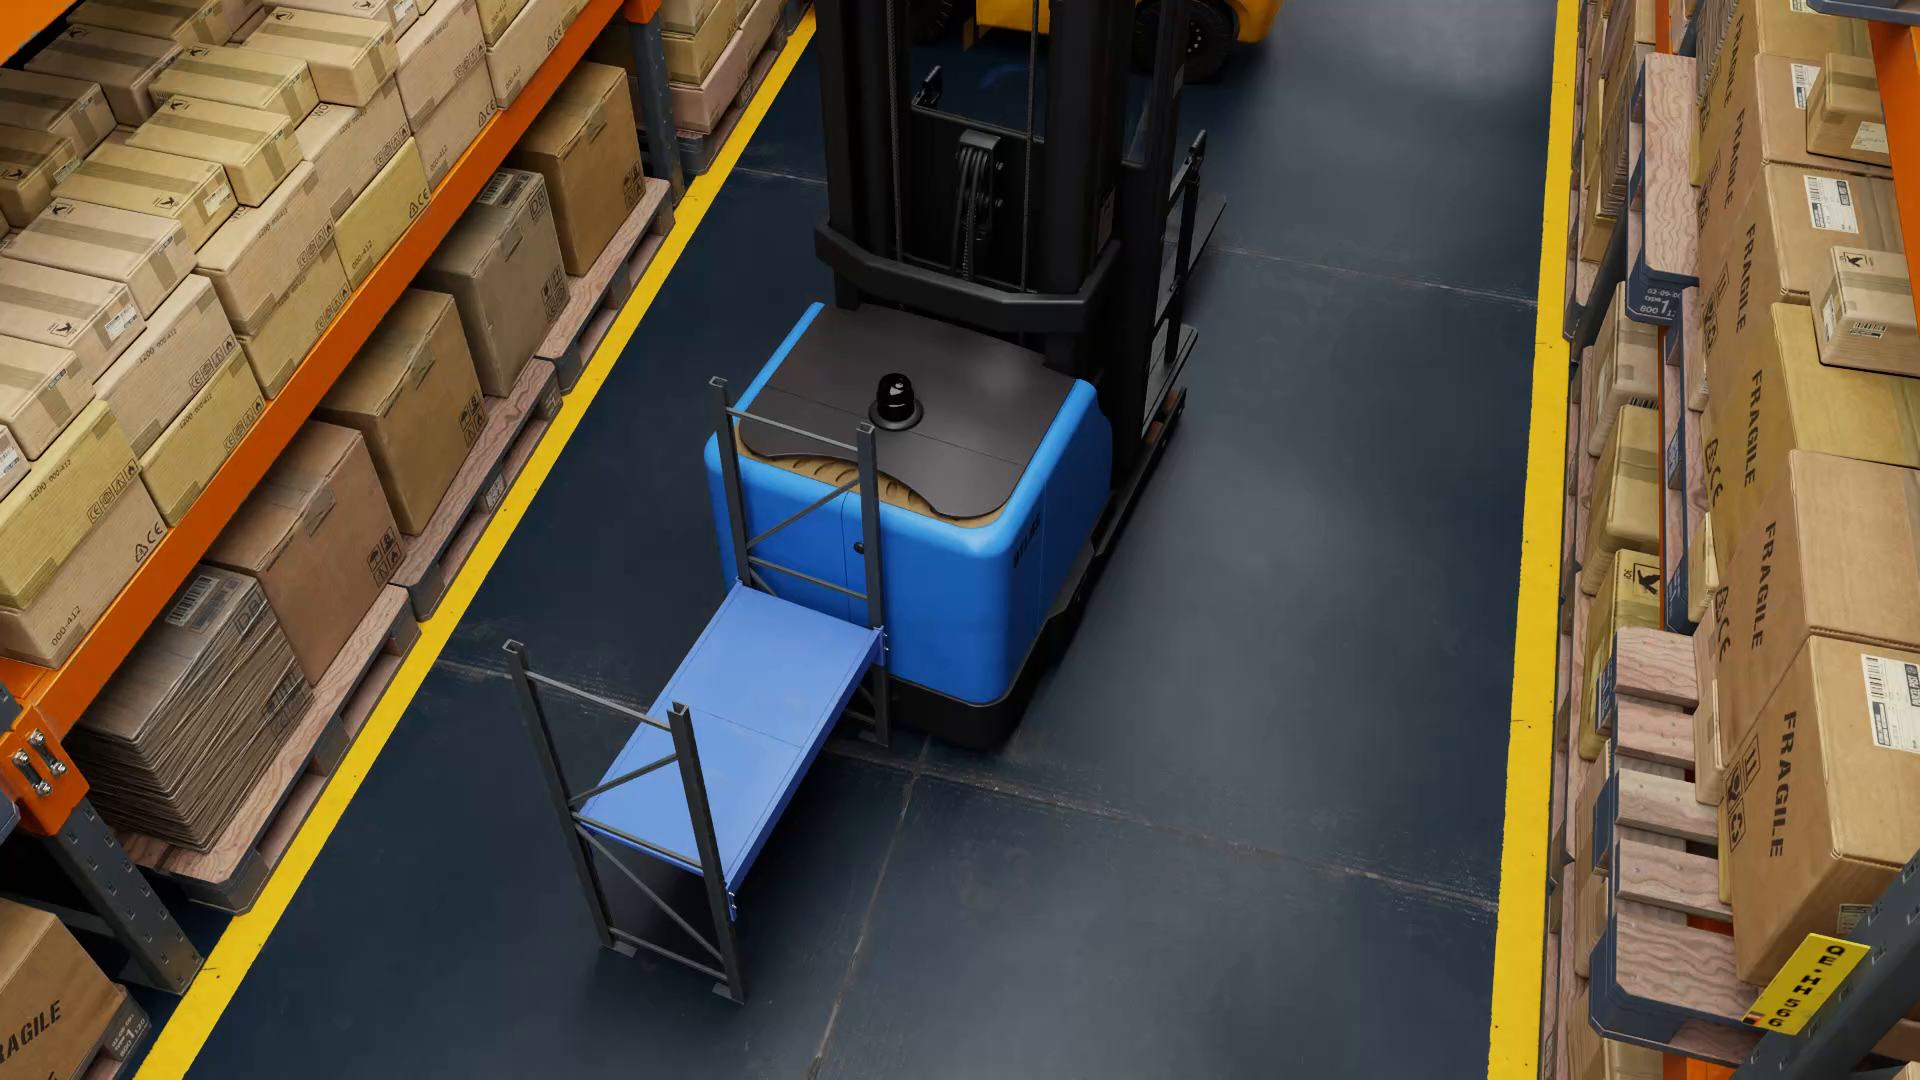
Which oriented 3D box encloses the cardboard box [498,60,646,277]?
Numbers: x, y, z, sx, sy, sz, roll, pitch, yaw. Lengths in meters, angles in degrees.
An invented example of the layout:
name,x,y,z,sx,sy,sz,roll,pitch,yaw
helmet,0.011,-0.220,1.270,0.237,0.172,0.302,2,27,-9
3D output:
name,x,y,z,sx,sy,sz,roll,pitch,yaw
cardboard box,-1.888,-1.620,6.983,0.875,0.625,0.625,14,50,12

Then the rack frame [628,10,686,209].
name,x,y,z,sx,sy,sz,roll,pitch,yaw
rack frame,-1.762,-2.646,6.585,1.000,3.000,0.127,12,50,10

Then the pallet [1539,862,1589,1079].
name,x,y,z,sx,sy,sz,roll,pitch,yaw
pallet,2.182,1.582,4.713,1.003,0.211,1.213,12,50,10

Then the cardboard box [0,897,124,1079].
name,x,y,z,sx,sy,sz,roll,pitch,yaw
cardboard box,-2.718,1.284,4.504,0.500,0.500,0.500,13,50,11

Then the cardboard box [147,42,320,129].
name,x,y,z,sx,sy,sz,roll,pitch,yaw
cardboard box,-2.142,-1.316,4.911,0.380,0.149,0.250,12,50,10

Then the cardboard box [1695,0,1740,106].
name,x,y,z,sx,sy,sz,roll,pitch,yaw
cardboard box,2.628,-1.657,5.167,0.500,0.500,0.500,13,50,11

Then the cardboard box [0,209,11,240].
name,x,y,z,sx,sy,sz,roll,pitch,yaw
cardboard box,-2.839,-0.854,4.504,0.380,0.149,0.250,11,49,9

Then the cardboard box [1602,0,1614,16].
name,x,y,z,sx,sy,sz,roll,pitch,yaw
cardboard box,3.323,-2.753,7.733,0.500,0.500,0.500,12,50,11

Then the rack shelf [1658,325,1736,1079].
name,x,y,z,sx,sy,sz,roll,pitch,yaw
rack shelf,2.502,0.015,4.716,1.077,0.370,4.000,12,50,10

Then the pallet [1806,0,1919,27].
name,x,y,z,sx,sy,sz,roll,pitch,yaw
pallet,2.493,-1.424,3.630,1.213,0.211,1.003,12,50,10

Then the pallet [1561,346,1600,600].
name,x,y,z,sx,sy,sz,roll,pitch,yaw
pallet,2.825,-0.183,6.271,1.003,0.211,1.213,12,50,10

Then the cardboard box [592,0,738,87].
name,x,y,z,sx,sy,sz,roll,pitch,yaw
cardboard box,-1.337,-2.330,7.526,0.500,0.250,0.500,11,50,10

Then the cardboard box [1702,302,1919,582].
name,x,y,z,sx,sy,sz,roll,pitch,yaw
cardboard box,2.084,-0.172,3.856,0.500,0.500,0.500,9,49,7

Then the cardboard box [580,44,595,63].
name,x,y,z,sx,sy,sz,roll,pitch,yaw
cardboard box,-1.831,-2.433,7.617,0.500,0.250,0.500,11,49,9

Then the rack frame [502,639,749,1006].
name,x,y,z,sx,sy,sz,roll,pitch,yaw
rack frame,-0.873,0.821,4.525,0.500,1.500,0.032,18,51,15

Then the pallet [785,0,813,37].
name,x,y,z,sx,sy,sz,roll,pitch,yaw
pallet,-1.193,-3.176,8.912,1.003,0.211,1.213,12,50,10

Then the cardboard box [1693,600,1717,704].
name,x,y,z,sx,sy,sz,roll,pitch,yaw
cardboard box,1.932,0.305,3.868,0.380,0.149,0.250,9,49,8

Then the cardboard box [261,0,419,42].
name,x,y,z,sx,sy,sz,roll,pitch,yaw
cardboard box,-1.945,-1.673,5.227,0.380,0.149,0.250,12,50,10

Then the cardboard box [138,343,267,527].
name,x,y,z,sx,sy,sz,roll,pitch,yaw
cardboard box,-2.325,-0.339,4.648,0.500,0.250,0.500,11,49,9

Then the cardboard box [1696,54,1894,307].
name,x,y,z,sx,sy,sz,roll,pitch,yaw
cardboard box,2.353,-0.940,4.534,0.500,0.500,0.500,11,50,10

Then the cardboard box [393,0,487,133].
name,x,y,z,sx,sy,sz,roll,pitch,yaw
cardboard box,-1.913,-1.614,5.441,0.500,0.250,0.500,12,50,11

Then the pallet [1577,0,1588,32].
name,x,y,z,sx,sy,sz,roll,pitch,yaw
pallet,3.813,-3.004,8.761,1.003,0.211,1.213,12,50,10

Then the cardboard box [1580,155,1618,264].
name,x,y,z,sx,sy,sz,roll,pitch,yaw
cardboard box,2.924,-1.379,7.020,0.500,0.250,0.500,14,50,12

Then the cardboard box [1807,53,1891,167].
name,x,y,z,sx,sy,sz,roll,pitch,yaw
cardboard box,2.376,-1.078,4.223,0.380,0.149,0.250,14,50,12

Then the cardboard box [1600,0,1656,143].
name,x,y,z,sx,sy,sz,roll,pitch,yaw
cardboard box,3.057,-1.996,7.064,0.500,0.500,0.500,12,50,11

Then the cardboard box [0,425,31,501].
name,x,y,z,sx,sy,sz,roll,pitch,yaw
cardboard box,-2.446,-0.173,3.903,0.380,0.149,0.250,13,50,11

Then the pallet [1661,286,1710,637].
name,x,y,z,sx,sy,sz,roll,pitch,yaw
pallet,2.457,-0.153,4.512,1.003,0.211,1.213,12,50,10

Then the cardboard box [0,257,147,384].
name,x,y,z,sx,sy,sz,roll,pitch,yaw
cardboard box,-2.334,-0.557,4.242,0.380,0.149,0.250,13,50,11

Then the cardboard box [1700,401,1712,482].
name,x,y,z,sx,sy,sz,roll,pitch,yaw
cardboard box,2.166,-0.252,4.359,0.380,0.149,0.250,10,49,9

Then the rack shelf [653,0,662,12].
name,x,y,z,sx,sy,sz,roll,pitch,yaw
rack shelf,-1.235,-3.855,8.131,1.077,0.370,4.000,12,50,10

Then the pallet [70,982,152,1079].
name,x,y,z,sx,sy,sz,roll,pitch,yaw
pallet,-3.047,1.702,4.607,1.003,0.211,1.213,12,50,10

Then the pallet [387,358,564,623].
name,x,y,z,sx,sy,sz,roll,pitch,yaw
pallet,-2.237,-0.298,6.372,1.003,0.211,1.213,12,50,10

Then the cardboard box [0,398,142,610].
name,x,y,z,sx,sy,sz,roll,pitch,yaw
cardboard box,-2.438,-0.137,4.136,0.500,0.250,0.500,12,50,10

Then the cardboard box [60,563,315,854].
name,x,y,z,sx,sy,sz,roll,pitch,yaw
cardboard box,-2.637,0.445,5.160,0.875,0.625,0.625,13,50,11

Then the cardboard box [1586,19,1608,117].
name,x,y,z,sx,sy,sz,roll,pitch,yaw
cardboard box,3.193,-2.133,7.686,0.500,0.250,0.500,12,50,11

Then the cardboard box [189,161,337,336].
name,x,y,z,sx,sy,sz,roll,pitch,yaw
cardboard box,-2.174,-0.878,4.791,0.500,0.250,0.500,10,49,9

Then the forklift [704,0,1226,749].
name,x,y,z,sx,sy,sz,roll,pitch,yaw
forklift,0.250,-1.398,5.529,1.130,2.935,3.031,18,51,15

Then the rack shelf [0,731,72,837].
name,x,y,z,sx,sy,sz,roll,pitch,yaw
rack shelf,-3.341,1.932,3.024,1.077,0.370,4.000,12,50,10

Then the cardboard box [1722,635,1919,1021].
name,x,y,z,sx,sy,sz,roll,pitch,yaw
cardboard box,1.827,0.570,3.201,0.500,0.500,0.500,10,49,9

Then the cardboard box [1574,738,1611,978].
name,x,y,z,sx,sy,sz,roll,pitch,yaw
cardboard box,2.320,1.012,4.828,0.950,0.372,0.625,11,49,9

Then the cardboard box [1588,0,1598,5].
name,x,y,z,sx,sy,sz,roll,pitch,yaw
cardboard box,3.460,-2.895,8.358,0.500,0.250,0.500,13,50,11

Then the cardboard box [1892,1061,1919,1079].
name,x,y,z,sx,sy,sz,roll,pitch,yaw
cardboard box,1.610,1.168,2.485,0.500,0.500,0.500,10,49,9

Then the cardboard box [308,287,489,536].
name,x,y,z,sx,sy,sz,roll,pitch,yaw
cardboard box,-2.296,-0.516,6.008,0.875,0.625,0.625,10,49,8

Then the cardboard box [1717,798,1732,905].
name,x,y,z,sx,sy,sz,roll,pitch,yaw
cardboard box,1.835,0.676,3.540,0.380,0.149,0.250,12,50,11

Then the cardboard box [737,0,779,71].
name,x,y,z,sx,sy,sz,roll,pitch,yaw
cardboard box,-1.196,-2.530,8.036,0.500,0.250,0.500,11,49,9

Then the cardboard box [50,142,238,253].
name,x,y,z,sx,sy,sz,roll,pitch,yaw
cardboard box,-2.241,-0.937,4.577,0.380,0.149,0.250,12,50,10

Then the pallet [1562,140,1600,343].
name,x,y,z,sx,sy,sz,roll,pitch,yaw
pallet,3.171,-1.239,7.203,1.003,0.211,1.213,12,50,10

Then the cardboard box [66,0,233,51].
name,x,y,z,sx,sy,sz,roll,pitch,yaw
cardboard box,-2.507,-1.588,5.152,0.380,0.149,0.250,12,50,10

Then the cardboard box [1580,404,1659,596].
name,x,y,z,sx,sy,sz,roll,pitch,yaw
cardboard box,2.706,-0.038,5.756,0.950,0.372,0.625,14,50,12

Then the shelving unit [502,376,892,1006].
name,x,y,z,sx,sy,sz,roll,pitch,yaw
shelving unit,-0.669,0.472,4.833,0.538,1.500,1.048,18,51,15

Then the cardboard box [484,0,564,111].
name,x,y,z,sx,sy,sz,roll,pitch,yaw
cardboard box,-1.769,-1.816,5.952,0.500,0.250,0.500,11,50,10

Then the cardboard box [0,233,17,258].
name,x,y,z,sx,sy,sz,roll,pitch,yaw
cardboard box,-2.831,-0.619,4.562,0.500,0.250,0.500,12,50,10

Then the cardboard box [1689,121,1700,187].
name,x,y,z,sx,sy,sz,roll,pitch,yaw
cardboard box,2.504,-1.209,5.204,0.380,0.149,0.250,12,50,11

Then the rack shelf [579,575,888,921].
name,x,y,z,sx,sy,sz,roll,pitch,yaw
rack shelf,-0.669,0.591,4.968,0.538,0.185,1.000,18,51,15

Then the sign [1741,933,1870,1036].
name,x,y,z,sx,sy,sz,roll,pitch,yaw
sign,1.449,0.767,2.853,0.100,0.325,0.005,12,50,10

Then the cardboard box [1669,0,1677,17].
name,x,y,z,sx,sy,sz,roll,pitch,yaw
cardboard box,2.878,-2.061,6.236,0.380,0.149,0.250,13,50,11

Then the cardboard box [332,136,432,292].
name,x,y,z,sx,sy,sz,roll,pitch,yaw
cardboard box,-2.058,-1.088,5.309,0.500,0.250,0.500,13,50,11

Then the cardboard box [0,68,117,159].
name,x,y,z,sx,sy,sz,roll,pitch,yaw
cardboard box,-2.710,-1.224,4.831,0.380,0.149,0.250,11,49,9

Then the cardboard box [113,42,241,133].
name,x,y,z,sx,sy,sz,roll,pitch,yaw
cardboard box,-2.557,-1.343,5.201,0.500,0.250,0.500,11,49,9
